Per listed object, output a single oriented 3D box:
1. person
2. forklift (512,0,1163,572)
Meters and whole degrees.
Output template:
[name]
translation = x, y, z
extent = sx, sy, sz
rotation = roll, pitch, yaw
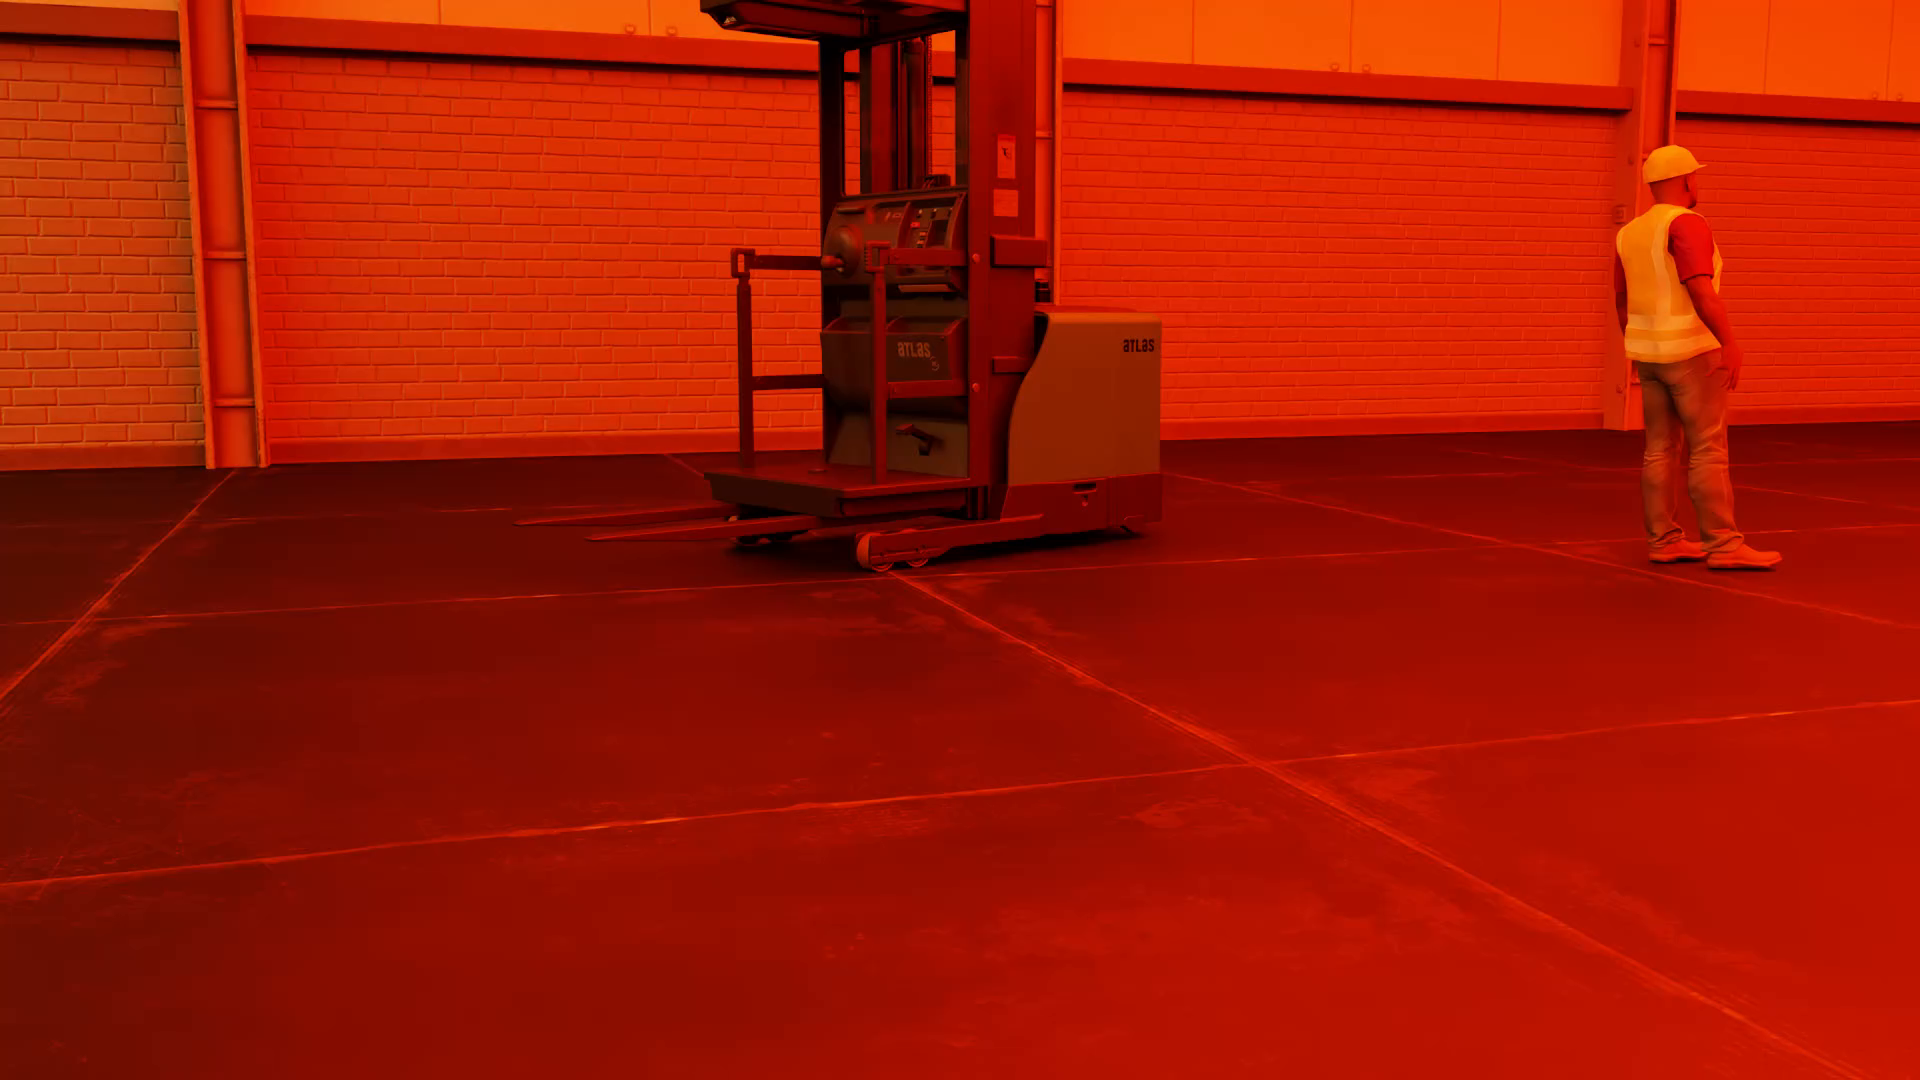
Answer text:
[person]
translation = 3.128, -0.787, 7.106
extent = 0.575, 1.768, 0.665
rotation = -2, 8, -13
[forklift]
translation = -0.461, -1.399, 7.333
extent = 3.031, 2.935, 1.130
rotation = -7, 10, -40
